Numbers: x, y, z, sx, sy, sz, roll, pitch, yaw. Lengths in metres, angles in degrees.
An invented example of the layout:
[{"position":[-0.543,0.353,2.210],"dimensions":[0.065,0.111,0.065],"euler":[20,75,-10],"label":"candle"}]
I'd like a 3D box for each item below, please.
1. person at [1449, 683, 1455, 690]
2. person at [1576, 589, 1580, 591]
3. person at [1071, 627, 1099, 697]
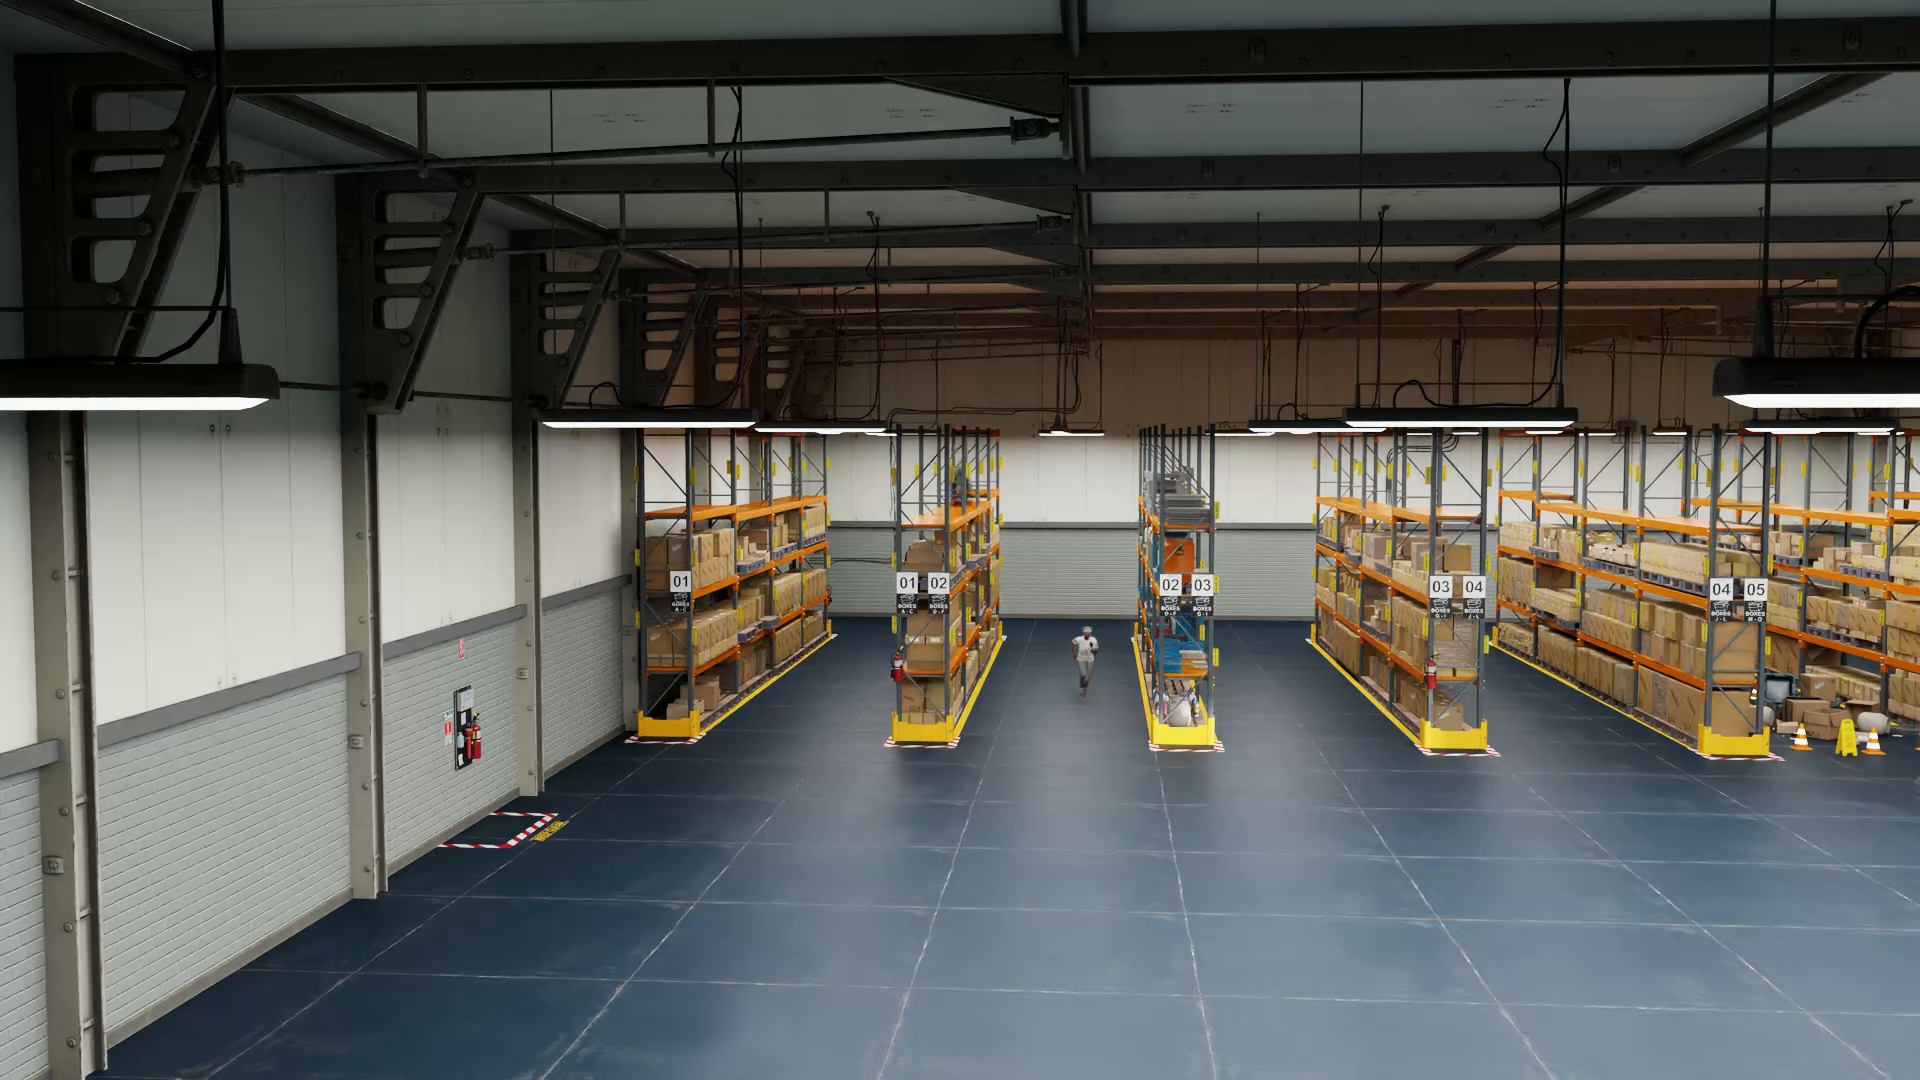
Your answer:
[{"position":[11.368,2.569,38.289],"dimensions":[0.614,1.736,0.736],"euler":[1,4,12],"label":"person"},{"position":[16.888,2.130,45.467],"dimensions":[0.678,1.698,0.675],"euler":[0,3,-5],"label":"person"},{"position":[2.754,2.682,36.580],"dimensions":[0.561,1.608,0.788],"euler":[0,3,-7],"label":"person"}]
